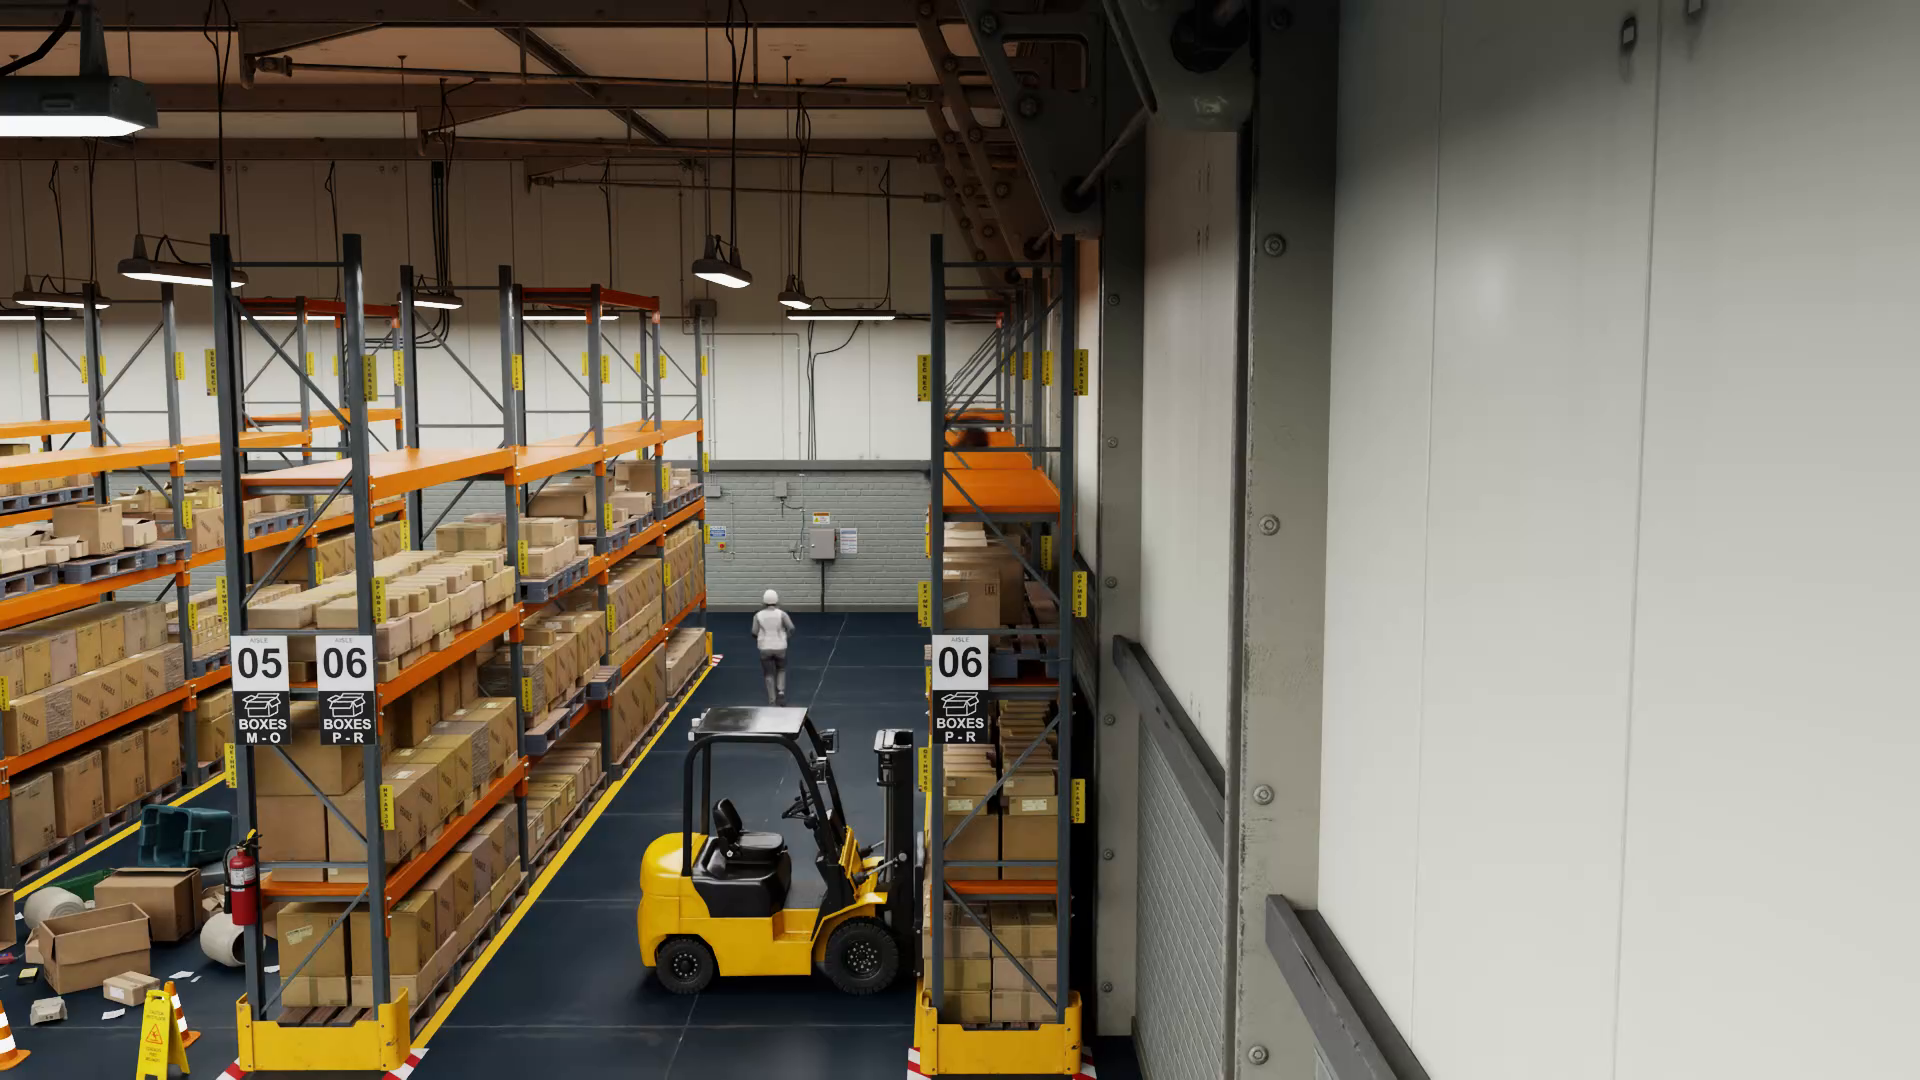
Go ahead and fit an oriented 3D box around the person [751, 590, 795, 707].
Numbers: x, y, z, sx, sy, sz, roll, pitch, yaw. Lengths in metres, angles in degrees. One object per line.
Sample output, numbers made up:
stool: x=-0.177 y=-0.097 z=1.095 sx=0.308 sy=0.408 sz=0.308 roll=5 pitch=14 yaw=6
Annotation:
person: x=-2.751 y=1.594 z=24.470 sx=0.634 sy=1.752 sz=0.675 roll=-1 pitch=6 yaw=-9
